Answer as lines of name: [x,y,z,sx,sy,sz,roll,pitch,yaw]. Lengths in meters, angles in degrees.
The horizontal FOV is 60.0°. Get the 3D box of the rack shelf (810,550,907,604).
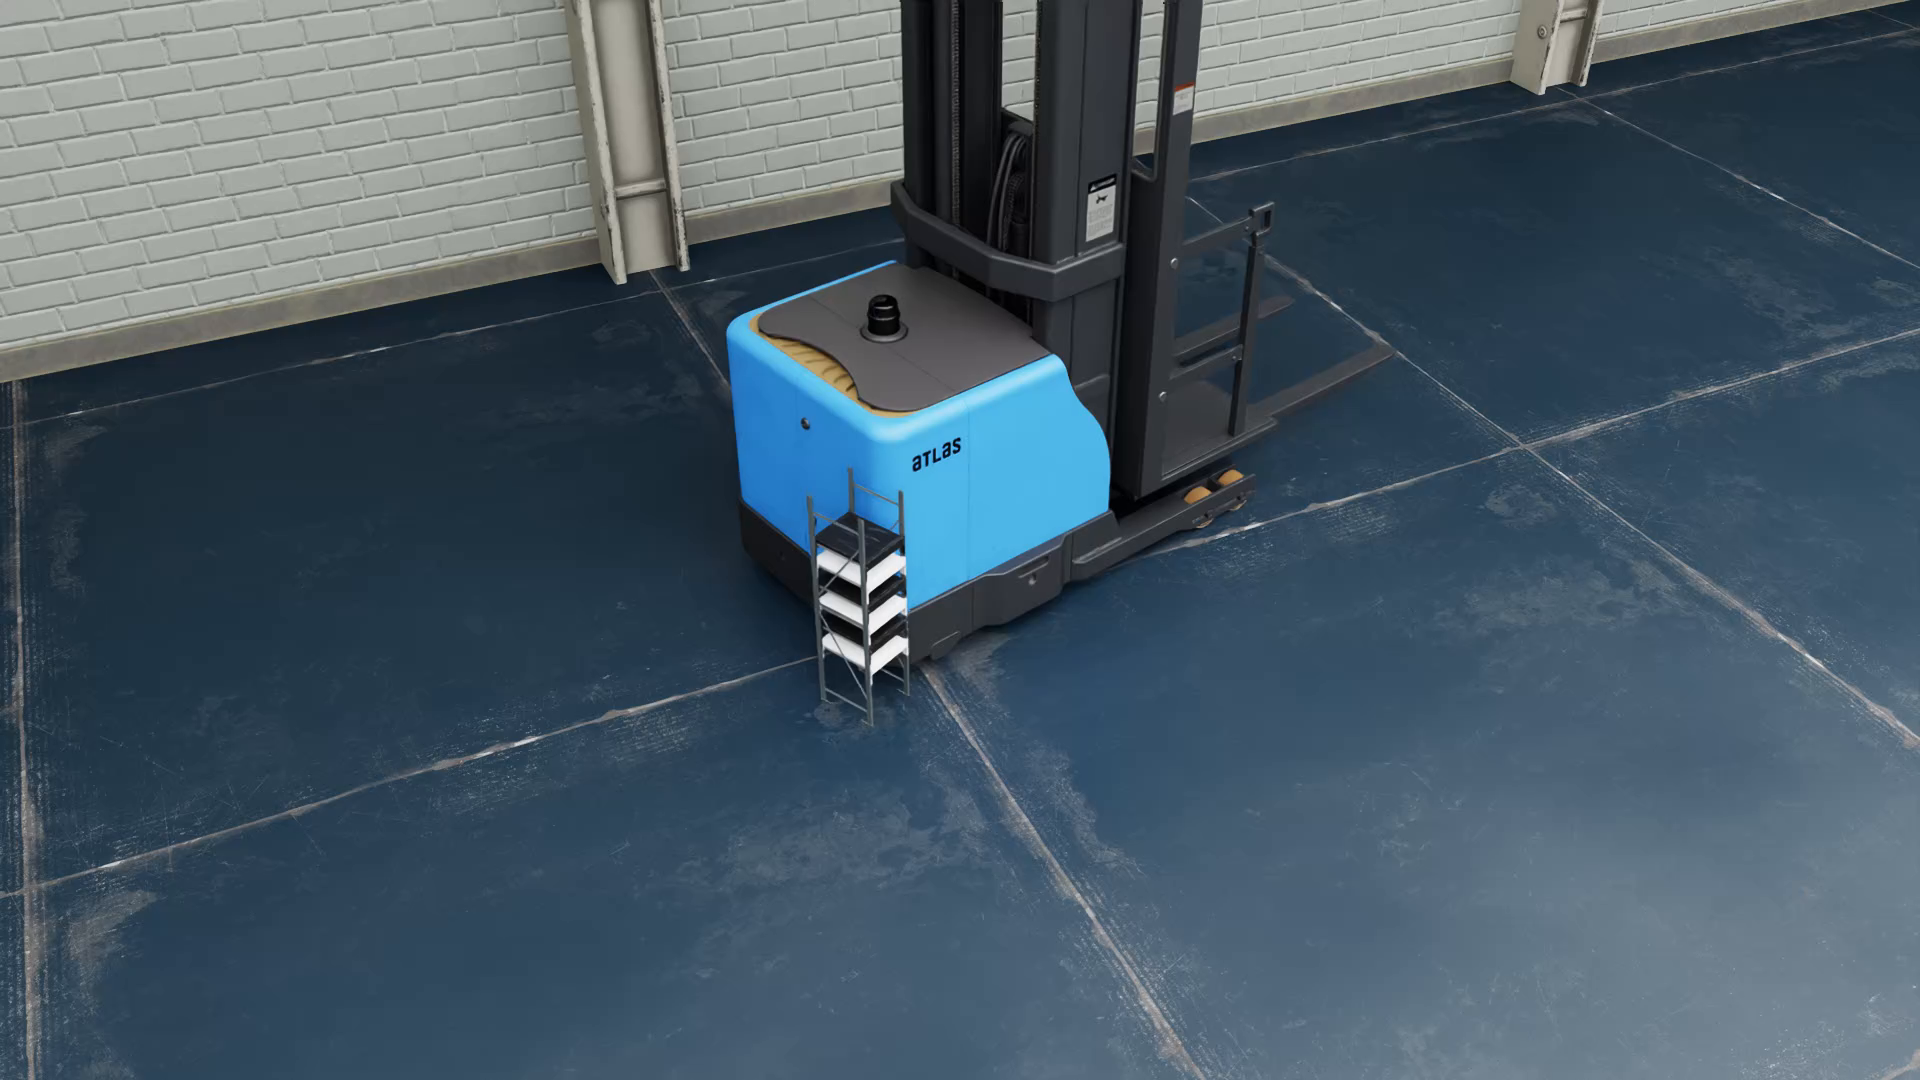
rack shelf: [-0.342,0.090,5.626,0.258,0.077,0.200,25,43,30]

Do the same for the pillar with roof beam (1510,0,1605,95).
pillar with roof beam: [5.615,-4.251,4.928,0.400,9.000,9.100,-16,39,-20]

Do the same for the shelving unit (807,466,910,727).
shelving unit: [-0.342,0.207,5.714,0.258,0.900,0.210,25,43,30]

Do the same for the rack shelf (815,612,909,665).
rack shelf: [-0.341,0.306,5.788,0.258,0.077,0.200,25,43,30]

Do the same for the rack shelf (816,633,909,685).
rack shelf: [-0.341,0.378,5.842,0.258,0.077,0.200,25,43,30]

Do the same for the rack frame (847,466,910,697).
rack frame: [-0.279,0.159,5.779,0.240,0.900,0.006,25,43,30]

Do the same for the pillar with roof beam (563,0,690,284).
pillar with roof beam: [0.184,-2.733,2.881,0.400,9.000,9.100,-16,39,-20]

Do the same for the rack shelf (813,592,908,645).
rack shelf: [-0.342,0.234,5.734,0.258,0.077,0.200,25,43,30]

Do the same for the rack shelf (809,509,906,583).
rack shelf: [-0.342,0.018,5.573,0.258,0.077,0.200,25,43,30]

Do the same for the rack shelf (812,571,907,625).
rack shelf: [-0.342,0.162,5.680,0.258,0.077,0.200,25,43,30]

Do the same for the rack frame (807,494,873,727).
rack frame: [-0.404,0.256,5.650,0.240,0.900,0.006,25,43,30]

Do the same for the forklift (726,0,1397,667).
forklift: [0.598,-1.446,6.240,3.031,2.935,1.130,-26,44,-30]
